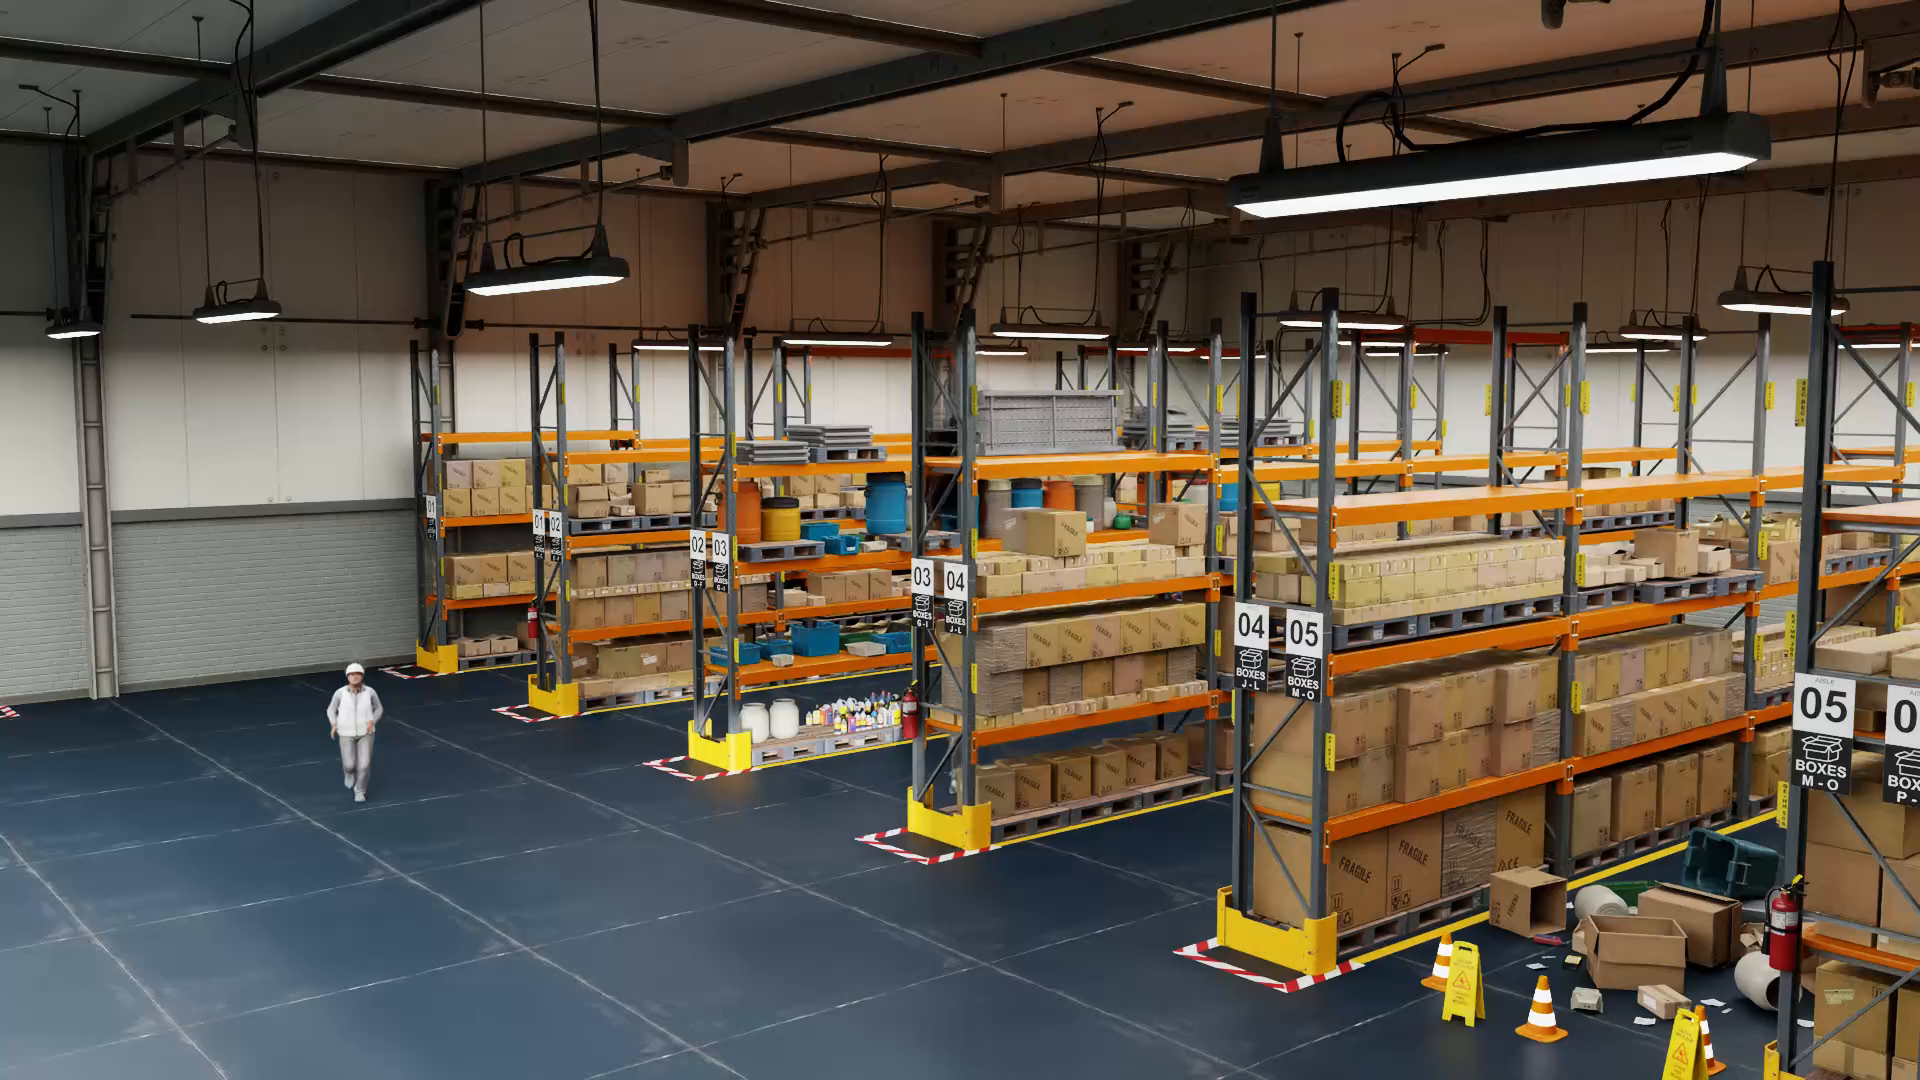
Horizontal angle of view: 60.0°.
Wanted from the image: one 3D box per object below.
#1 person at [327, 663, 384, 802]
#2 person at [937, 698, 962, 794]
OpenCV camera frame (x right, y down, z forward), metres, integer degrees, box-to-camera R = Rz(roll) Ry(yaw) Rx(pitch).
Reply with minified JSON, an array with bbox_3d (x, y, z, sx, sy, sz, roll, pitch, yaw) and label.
[{"bbox_3d":[-7.527,2.396,20.733,0.662,1.726,0.581,-2,6,-21],"label":"person"},{"bbox_3d":[-0.048,2.374,21.128,0.496,1.633,0.666,5,7,40],"label":"person"}]
